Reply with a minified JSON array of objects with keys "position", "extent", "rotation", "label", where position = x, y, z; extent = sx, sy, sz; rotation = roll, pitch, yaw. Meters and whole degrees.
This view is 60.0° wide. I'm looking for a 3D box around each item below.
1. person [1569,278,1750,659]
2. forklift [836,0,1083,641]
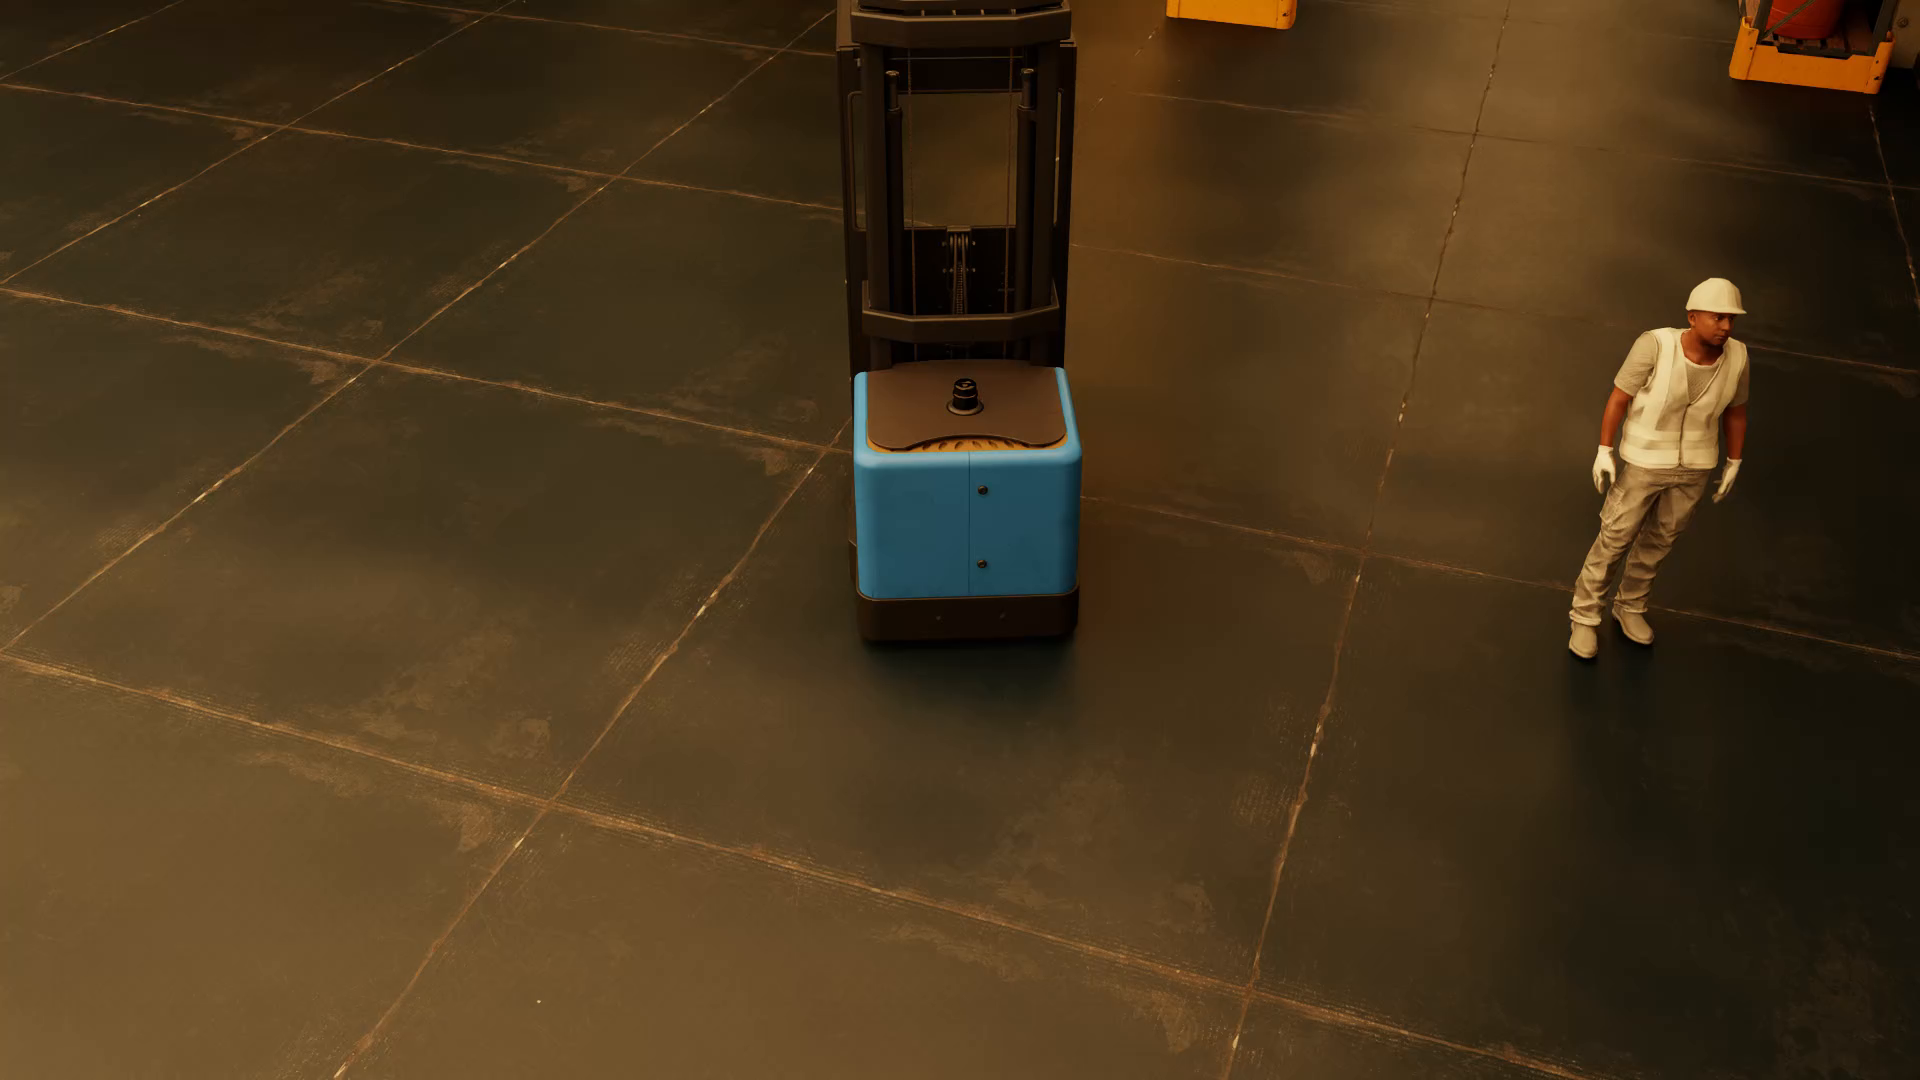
[{"position":[3.213,-0.308,7.526],"extent":[0.655,1.785,0.576],"rotation":[1,35,2],"label":"person"},{"position":[-0.029,-1.547,8.293],"extent":[1.130,2.935,3.031],"rotation":[-2,35,-2],"label":"forklift"}]
